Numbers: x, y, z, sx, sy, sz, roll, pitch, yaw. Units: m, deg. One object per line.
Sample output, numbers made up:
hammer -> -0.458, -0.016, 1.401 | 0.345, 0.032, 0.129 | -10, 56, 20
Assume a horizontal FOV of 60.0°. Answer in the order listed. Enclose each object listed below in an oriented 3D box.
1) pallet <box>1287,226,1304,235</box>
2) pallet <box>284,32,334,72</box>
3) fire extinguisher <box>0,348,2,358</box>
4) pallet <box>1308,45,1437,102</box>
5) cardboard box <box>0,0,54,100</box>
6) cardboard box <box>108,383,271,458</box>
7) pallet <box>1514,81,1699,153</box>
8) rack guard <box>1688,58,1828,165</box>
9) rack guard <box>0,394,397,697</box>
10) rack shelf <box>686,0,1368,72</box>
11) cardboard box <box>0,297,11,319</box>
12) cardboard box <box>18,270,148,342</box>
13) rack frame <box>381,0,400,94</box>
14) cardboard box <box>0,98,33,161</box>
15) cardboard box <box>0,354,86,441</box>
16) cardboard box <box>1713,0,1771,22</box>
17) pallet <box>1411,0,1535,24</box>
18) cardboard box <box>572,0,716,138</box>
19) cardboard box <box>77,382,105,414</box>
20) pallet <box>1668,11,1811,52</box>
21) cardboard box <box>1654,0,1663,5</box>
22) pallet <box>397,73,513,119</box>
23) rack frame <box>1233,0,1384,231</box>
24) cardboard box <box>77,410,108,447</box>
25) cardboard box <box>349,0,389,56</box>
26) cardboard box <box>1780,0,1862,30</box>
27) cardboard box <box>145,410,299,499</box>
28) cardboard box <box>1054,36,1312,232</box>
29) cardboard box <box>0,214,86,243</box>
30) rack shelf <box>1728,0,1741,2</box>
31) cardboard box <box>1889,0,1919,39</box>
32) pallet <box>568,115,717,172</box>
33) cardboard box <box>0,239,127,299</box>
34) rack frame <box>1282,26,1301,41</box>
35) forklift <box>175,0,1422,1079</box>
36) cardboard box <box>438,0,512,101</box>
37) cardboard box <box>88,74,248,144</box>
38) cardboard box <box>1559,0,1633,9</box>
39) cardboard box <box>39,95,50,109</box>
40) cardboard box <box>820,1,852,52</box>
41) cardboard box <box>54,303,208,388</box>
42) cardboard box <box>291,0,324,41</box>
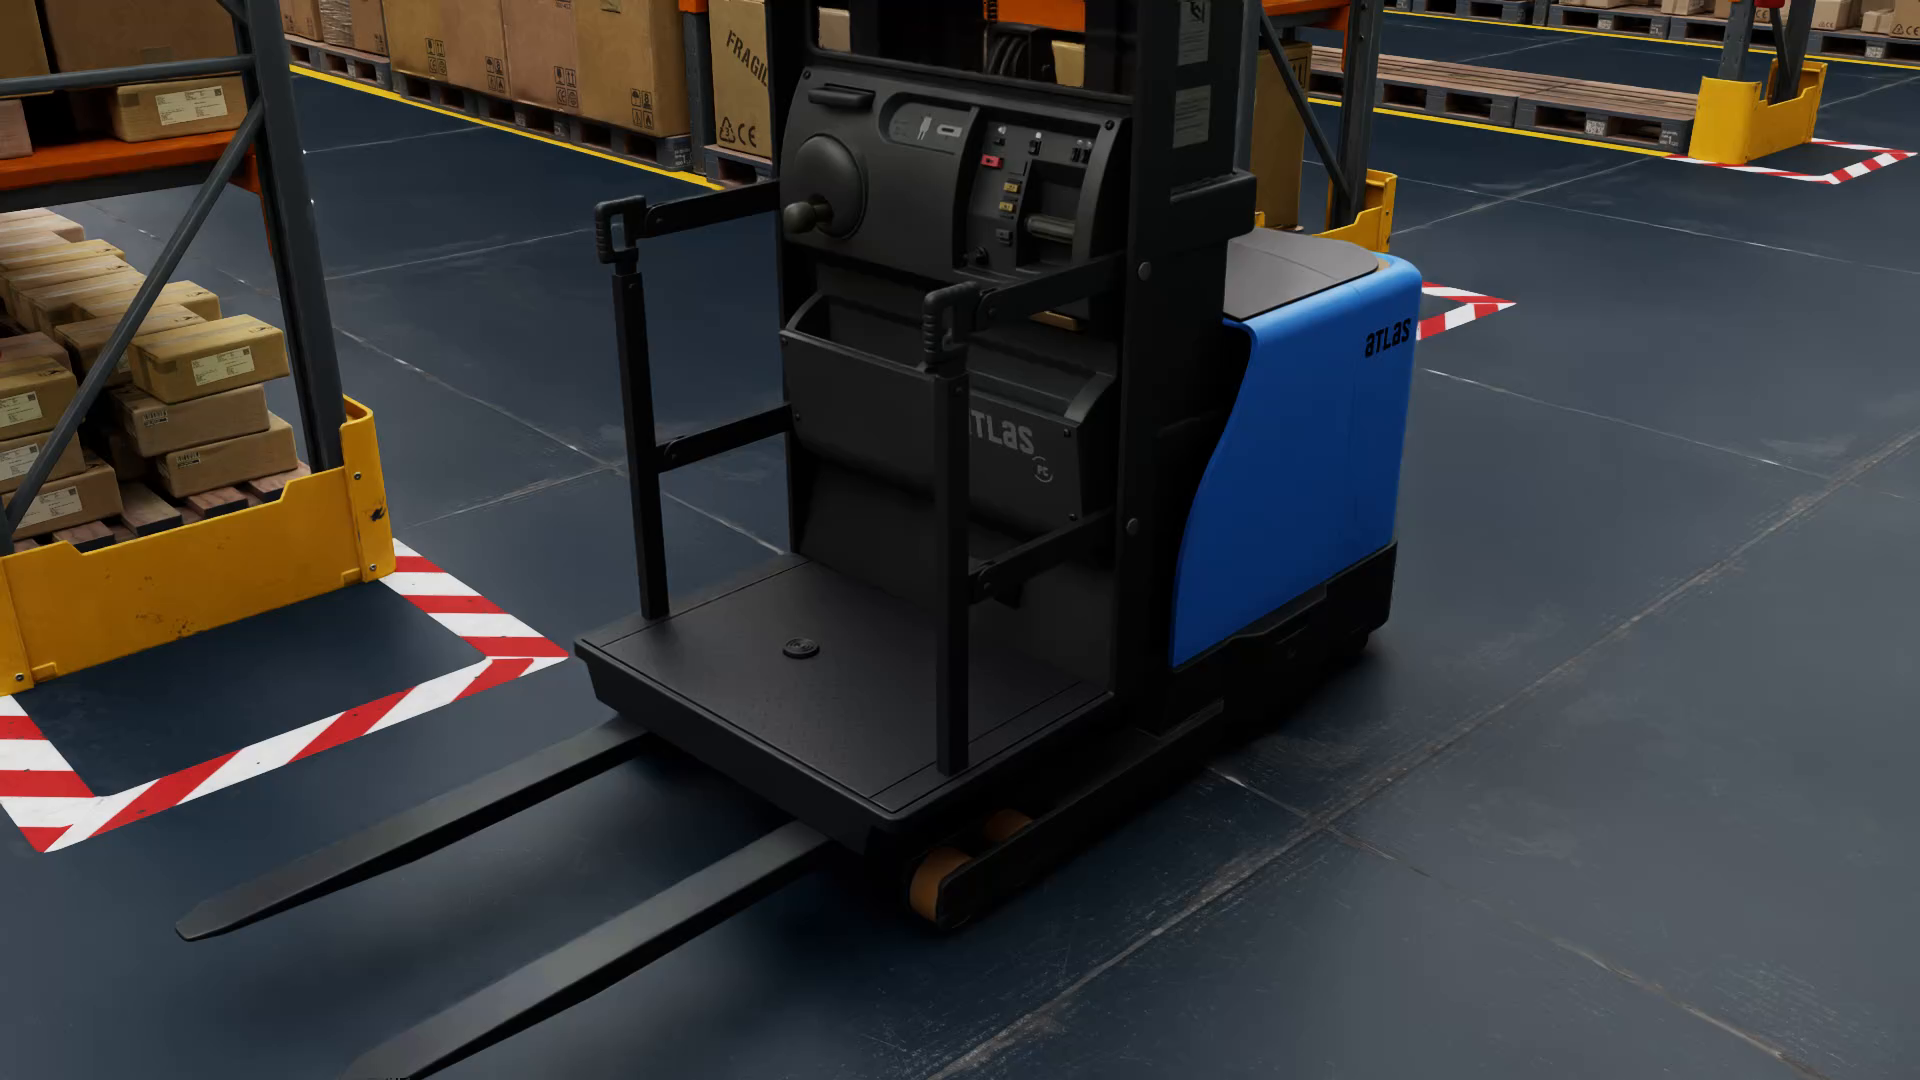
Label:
pallet -> 0.908, -1.463, 8.202 | 1.003, 0.211, 1.213 | -21, 32, -38
pallet -> -5.319, -4.273, 14.362 | 1.003, 0.211, 1.213 | -21, 32, -38
fire extinguisher -> -2.342, -0.723, 3.763 | 0.296, 0.674, 0.183 | -21, 32, -38
pallet -> 2.924, -3.648, 12.992 | 1.003, 0.211, 1.213 | -21, 32, -38
cardboard box -> -2.673, -1.379, 4.179 | 0.500, 0.500, 0.500 | -20, 32, -37
cardboard box -> -2.348, -0.396, 5.074 | 0.380, 0.149, 0.250 | -20, 31, -36
pallet -> 4.592, -2.909, 11.371 | 1.003, 0.211, 1.213 | -21, 32, -38
rack guard -> 5.153, -2.775, 10.732 | 1.175, 0.500, 0.348 | -21, 32, -38
rack guard -> -2.230, -0.021, 4.693 | 1.175, 0.500, 0.348 | -21, 32, -38
rack shelf -> 0.145, -2.790, 8.618 | 1.077, 0.370, 4.000 | -21, 32, -38
cardboard box -> -3.289, -0.776, 5.908 | 0.380, 0.149, 0.250 | -19, 31, -36
cardboard box -> -2.873, -0.768, 5.532 | 0.250, 0.149, 0.380 | 22, 32, 39
rack frame -> -3.956, -4.935, 12.454 | 1.000, 3.000, 0.127 | -21, 32, -38
cardboard box -> -2.607, -1.039, 4.216 | 0.380, 0.149, 0.250 | -21, 32, -38
cardboard box -> -2.725, -0.388, 4.699 | 0.380, 0.149, 0.250 | -21, 32, -38
cardboard box -> 7.300, -5.029, 15.137 | 0.797, 0.503, 0.637 | -21, 32, -38
pallet -> 5.428, -5.499, 17.050 | 1.003, 0.211, 1.213 | -21, 32, -38
cardboard box -> -1.674, -3.136, 10.564 | 1.225, 0.875, 0.875 | -21, 32, -38
cardboard box -> -2.726, -0.544, 5.398 | 0.380, 0.149, 0.250 | -21, 32, -38
pallet -> 7.318, -4.685, 15.266 | 1.003, 0.211, 1.213 | -21, 32, -38
cardboard box -> 6.908, -5.247, 16.041 | 0.380, 0.149, 0.250 | -21, 32, -38
pallet -> -3.472, -3.406, 12.462 | 1.003, 0.211, 1.213 | -21, 32, -38
rack frame -> 1.512, -2.511, 7.141 | 1.000, 3.000, 0.127 | -21, 32, -38
cardboard box -> -2.716, -0.408, 5.459 | 0.380, 0.149, 0.250 | -21, 32, -38
cardboard box -> -4.429, -4.195, 13.314 | 0.500, 0.500, 0.700 | 22, 32, 39
cardboard box -> 7.567, -4.661, 14.635 | 0.500, 0.250, 0.500 | -21, 32, -38
cardboard box -> -2.302, -0.278, 5.175 | 0.380, 0.149, 0.250 | -20, 32, -37
cardboard box -> 1.016, -1.907, 7.870 | 0.875, 0.875, 0.875 | -21, 32, -38
cardboard box -> -3.533, -1.103, 6.266 | 0.250, 0.149, 0.380 | 22, 33, 40
rack shelf -> 3.760, -4.195, 11.698 | 1.077, 0.370, 4.000 | -21, 32, -38
cardboard box -> 8.194, -4.478, 13.934 | 0.500, 0.500, 0.500 | -21, 32, -38
pallet -> -1.804, -2.667, 10.841 | 1.003, 0.211, 1.213 | -21, 32, -38
cardboard box -> -3.202, -0.948, 5.925 | 0.380, 0.149, 0.250 | -21, 32, -38
rack frame -> 2.393, -5.128, 12.877 | 1.000, 3.000, 0.127 | -21, 32, -38
forklift -> -0.190, -0.763, 3.392 | 1.130, 2.935, 3.031 | 22, 32, 39
cardboard box -> -2.896, -3.672, 11.739 | 1.225, 0.875, 0.875 | -21, 32, -38
cardboard box -> -2.160, -1.212, 4.595 | 0.380, 0.149, 0.250 | -22, 32, -39
cardboard box -> 6.141, -5.321, 16.008 | 0.500, 0.311, 0.500 | -21, 32, -38
cardboard box -> -2.509, -1.374, 4.950 | 0.380, 0.149, 0.250 | -22, 33, -40
cardboard box -> -0.214, -2.452, 9.065 | 0.875, 0.875, 0.875 | -21, 32, -38
cardboard box -> -2.564, -0.604, 5.172 | 0.380, 0.149, 0.250 | -21, 32, -38
cardboard box -> -5.210, -4.529, 14.046 | 0.700, 0.500, 0.500 | -18, 30, -34
